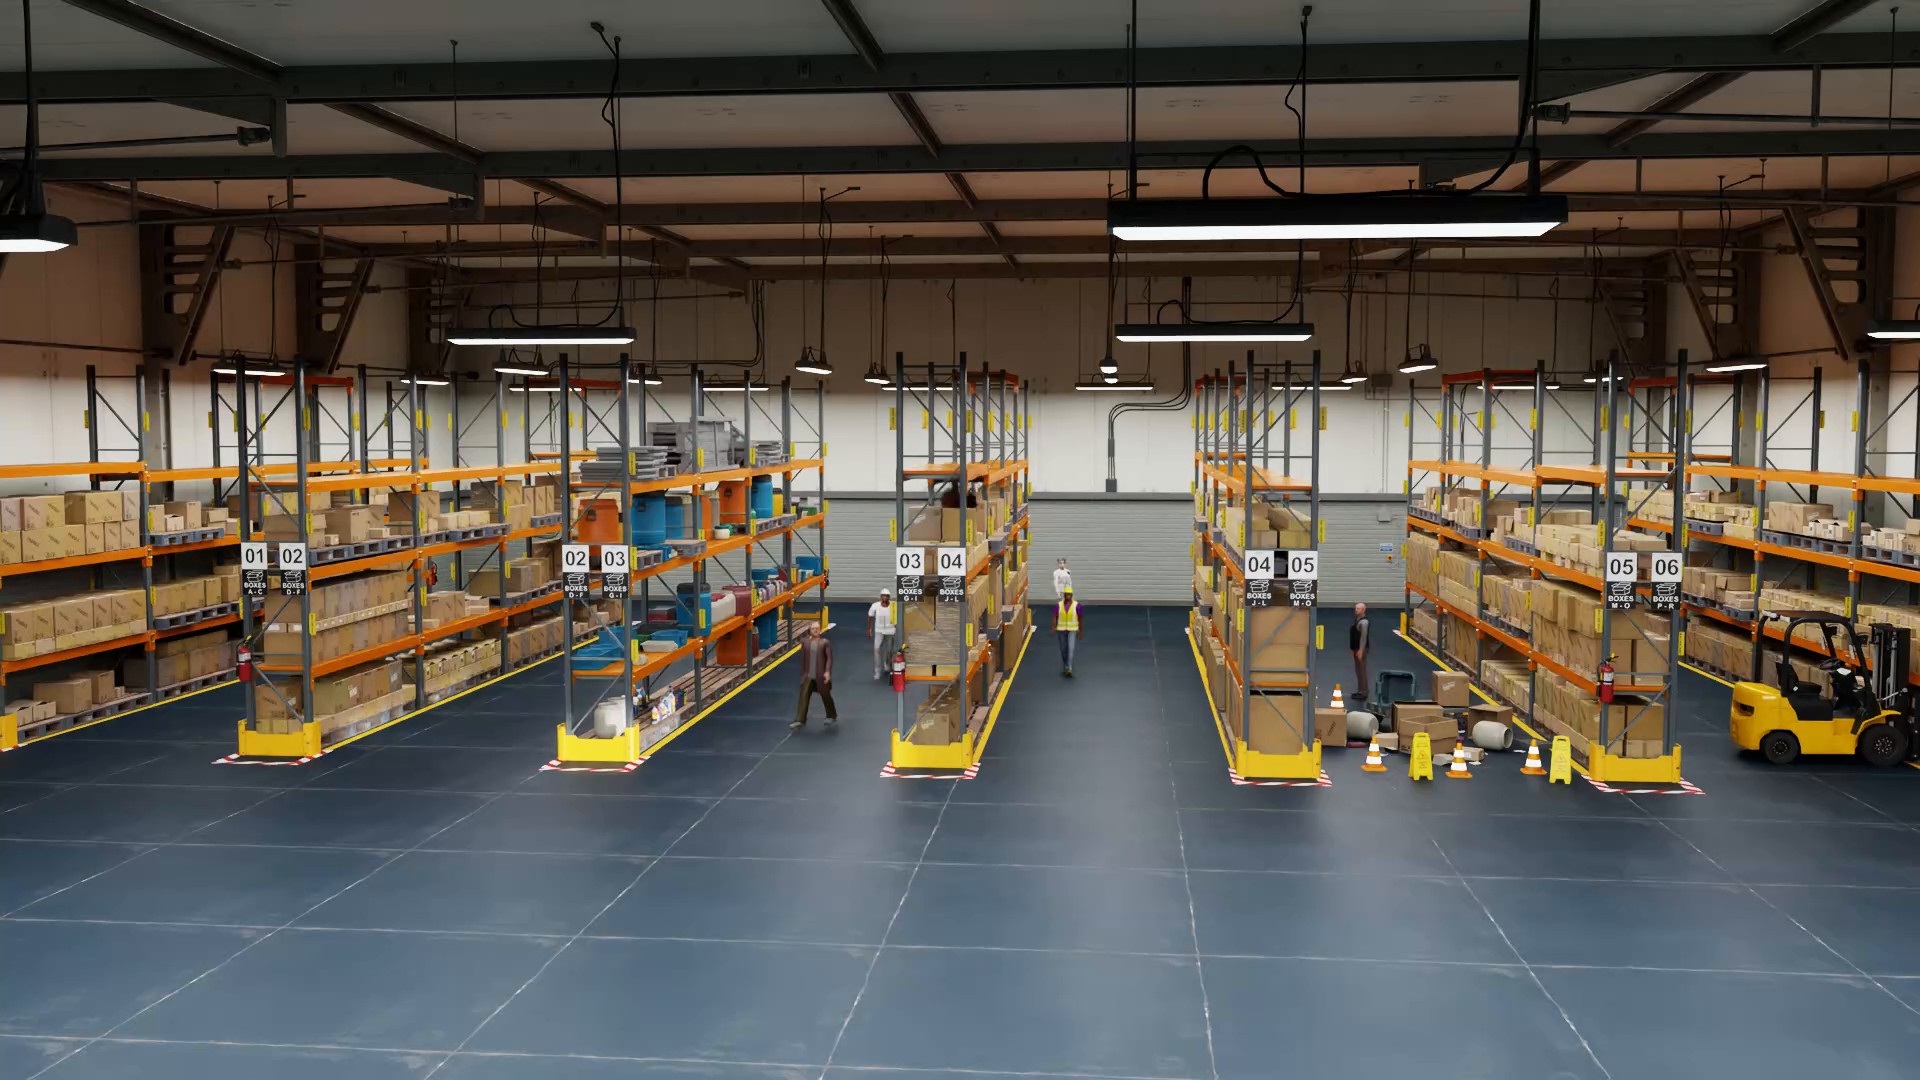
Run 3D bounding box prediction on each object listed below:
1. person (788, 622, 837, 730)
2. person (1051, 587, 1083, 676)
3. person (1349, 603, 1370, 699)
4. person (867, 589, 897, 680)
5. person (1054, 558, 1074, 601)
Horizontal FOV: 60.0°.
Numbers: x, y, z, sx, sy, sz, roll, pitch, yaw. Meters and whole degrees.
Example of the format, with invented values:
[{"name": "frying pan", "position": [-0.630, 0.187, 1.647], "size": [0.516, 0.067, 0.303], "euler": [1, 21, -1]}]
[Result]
[{"name": "person", "position": [-2.344, 2.308, 26.984], "size": [0.670, 1.501, 1.130], "euler": [2, 5, 29]}, {"name": "person", "position": [2.124, 1.798, 32.983], "size": [0.609, 1.729, 1.013], "euler": [1, 4, 11]}, {"name": "person", "position": [7.224, 2.008, 30.065], "size": [0.367, 1.719, 0.585], "euler": [1, 4, 15]}, {"name": "person", "position": [-1.497, 1.823, 32.727], "size": [0.694, 1.746, 1.003], "euler": [0, 4, 5]}, {"name": "person", "position": [2.534, 1.264, 40.607], "size": [0.453, 1.663, 0.531], "euler": [3, 5, 40]}]
